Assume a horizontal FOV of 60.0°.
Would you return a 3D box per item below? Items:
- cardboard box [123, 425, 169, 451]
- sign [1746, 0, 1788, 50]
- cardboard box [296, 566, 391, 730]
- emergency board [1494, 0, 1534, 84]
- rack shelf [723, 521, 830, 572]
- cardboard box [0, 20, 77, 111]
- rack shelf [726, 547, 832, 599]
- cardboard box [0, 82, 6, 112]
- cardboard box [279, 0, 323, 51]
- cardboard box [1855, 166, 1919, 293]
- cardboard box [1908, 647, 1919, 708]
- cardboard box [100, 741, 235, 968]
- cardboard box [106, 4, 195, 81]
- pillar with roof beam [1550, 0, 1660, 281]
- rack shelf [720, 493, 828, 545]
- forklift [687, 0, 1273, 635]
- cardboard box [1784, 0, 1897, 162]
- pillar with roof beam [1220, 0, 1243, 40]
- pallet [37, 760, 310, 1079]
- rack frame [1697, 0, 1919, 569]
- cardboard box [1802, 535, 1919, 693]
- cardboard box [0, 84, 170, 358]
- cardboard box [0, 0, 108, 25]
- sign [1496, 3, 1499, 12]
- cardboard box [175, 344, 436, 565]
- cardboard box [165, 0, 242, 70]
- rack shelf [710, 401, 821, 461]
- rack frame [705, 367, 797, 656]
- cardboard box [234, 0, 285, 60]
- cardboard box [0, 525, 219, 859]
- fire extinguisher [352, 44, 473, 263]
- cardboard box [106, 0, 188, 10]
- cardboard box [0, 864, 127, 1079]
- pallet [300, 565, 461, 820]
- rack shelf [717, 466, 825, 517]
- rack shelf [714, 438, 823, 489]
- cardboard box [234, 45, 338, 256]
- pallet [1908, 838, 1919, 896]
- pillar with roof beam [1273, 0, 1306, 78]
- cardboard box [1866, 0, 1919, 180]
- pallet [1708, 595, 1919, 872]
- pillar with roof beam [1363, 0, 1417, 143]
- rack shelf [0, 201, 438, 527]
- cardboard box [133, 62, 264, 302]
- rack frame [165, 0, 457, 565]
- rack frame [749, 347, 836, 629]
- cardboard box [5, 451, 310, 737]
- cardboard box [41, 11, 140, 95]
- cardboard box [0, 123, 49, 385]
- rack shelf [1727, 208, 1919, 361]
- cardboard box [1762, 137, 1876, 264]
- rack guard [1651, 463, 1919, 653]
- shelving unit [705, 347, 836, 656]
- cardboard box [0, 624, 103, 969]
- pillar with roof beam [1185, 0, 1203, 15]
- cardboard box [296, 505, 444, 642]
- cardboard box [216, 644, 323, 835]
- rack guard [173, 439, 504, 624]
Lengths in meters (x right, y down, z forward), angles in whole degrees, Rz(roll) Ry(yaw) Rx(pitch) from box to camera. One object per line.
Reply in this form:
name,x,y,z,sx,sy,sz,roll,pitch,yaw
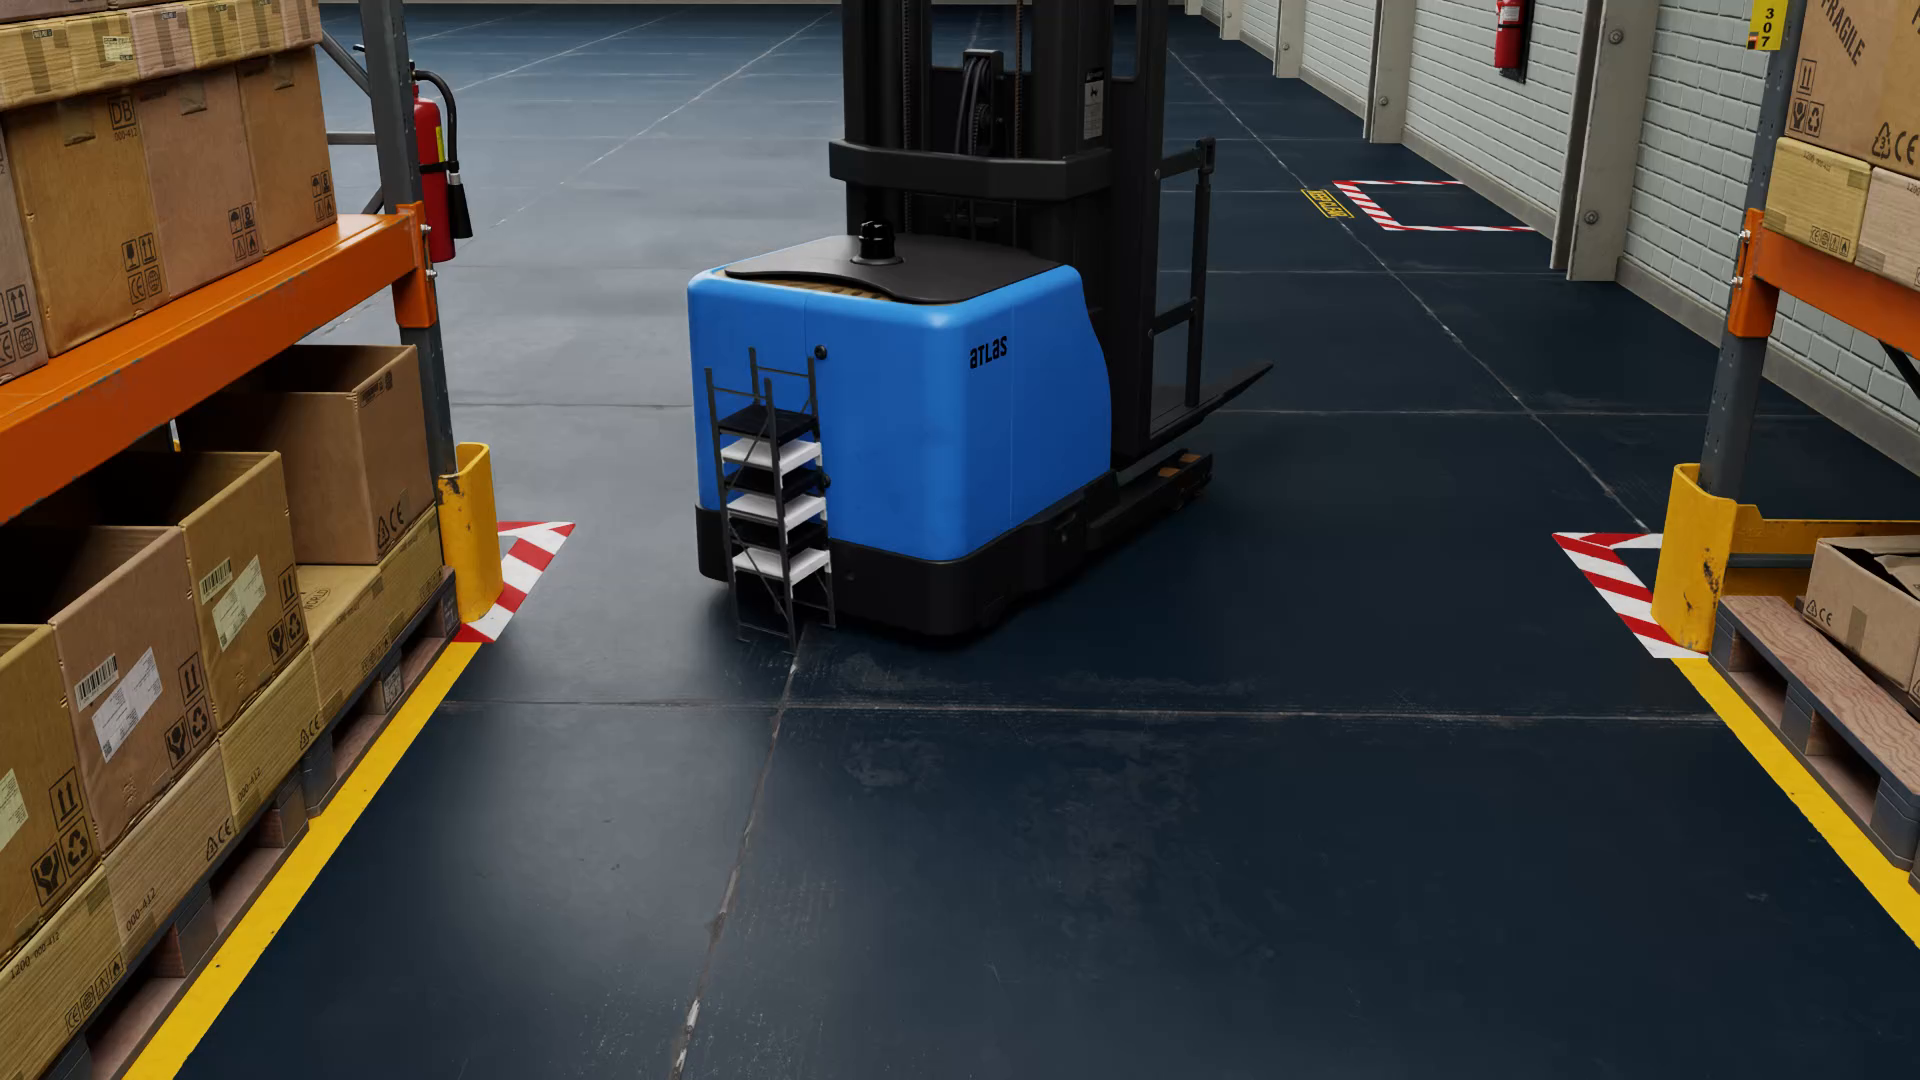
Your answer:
cardboard box,-2.376,-0.079,4.271,0.500,0.500,0.500,1,21,2
sign,2.285,-1.544,4.666,0.100,0.325,0.005,1,21,2
cardboard box,-1.848,0.276,4.391,0.500,0.250,0.500,1,21,2
emergency board,3.966,-3.935,12.023,0.194,1.169,0.643,1,21,2
rack shelf,-0.563,-0.001,5.106,0.258,0.077,0.200,13,29,30
cardboard box,-1.983,-0.929,3.241,0.380,0.149,0.250,1,21,3
rack shelf,-0.559,0.081,5.144,0.258,0.077,0.200,13,29,30
cardboard box,-1.990,-0.836,3.002,0.380,0.149,0.250,0,21,1
cardboard box,-1.945,-1.397,4.447,0.380,0.149,0.250,0,21,1
cardboard box,2.494,-0.713,3.901,0.500,0.250,0.500,0,21,0
cardboard box,2.699,0.369,4.041,0.500,0.311,0.500,2,21,6
cardboard box,-1.879,0.638,3.459,0.500,0.250,0.500,1,21,2
cardboard box,-1.969,-1.119,3.731,0.380,0.149,0.250,1,21,2
pillar with roof beam,-0.450,-5.886,8.758,9.100,9.000,0.400,1,21,2
rack shelf,-0.567,-0.082,5.068,0.258,0.077,0.200,13,29,30
forklift,0.328,-1.558,5.992,1.130,2.935,3.031,13,25,29
cardboard box,2.512,-1.255,4.259,0.500,0.500,0.500,1,21,2
pillar with roof beam,0.098,-12.394,25.532,9.100,9.000,0.400,1,21,2
pallet,-2.145,0.829,3.601,1.003,0.211,1.213,1,21,2
rack frame,2.827,-1.135,4.807,1.000,3.000,0.127,1,21,2
cardboard box,2.716,0.163,4.572,0.500,0.311,0.500,-2,21,-4
cardboard box,-2.183,-0.697,3.539,0.700,0.500,0.500,1,21,2
cardboard box,-2.178,-1.279,3.247,0.700,0.500,0.500,1,21,2
sign,4.086,-4.150,12.529,0.001,0.329,0.234,1,21,2
cardboard box,-1.843,-0.254,4.722,0.500,0.500,0.500,1,21,2
cardboard box,-1.960,-1.210,3.965,0.380,0.149,0.250,0,21,1
rack shelf,-0.578,-0.327,4.954,0.258,0.077,0.200,13,29,30
rack frame,-0.622,-0.074,4.977,0.240,0.900,0.006,13,29,30
cardboard box,-1.952,-1.302,4.203,0.380,0.149,0.250,1,21,3
cardboard box,-1.875,0.288,3.324,0.500,0.500,0.500,1,21,2
fire extinguisher,-1.656,-1.190,5.055,0.296,0.674,0.183,1,21,2
cardboard box,-2.163,-1.461,3.717,0.700,0.500,0.500,0,21,0
cardboard box,-1.888,0.819,2.993,0.500,0.250,0.500,1,21,2
pallet,-2.106,0.389,4.735,1.003,0.211,1.213,1,21,2
rack shelf,-0.570,-0.164,5.030,0.258,0.077,0.200,13,29,30
rack shelf,-0.574,-0.245,4.992,0.258,0.077,0.200,13,29,30
cardboard box,-2.151,-1.066,4.491,0.700,0.500,0.500,1,21,2
pallet,2.725,0.926,3.351,1.003,0.211,1.213,1,21,2
pillar with roof beam,-0.085,-10.225,19.941,9.100,9.000,0.400,1,21,2
cardboard box,2.487,-1.076,3.798,0.500,0.500,0.500,1,21,2
pallet,2.765,0.486,4.485,1.003,0.211,1.213,1,21,2
pillar with roof beam,-0.267,-8.055,14.349,9.100,9.000,0.400,1,21,2
rack shelf,-2.185,-0.130,3.211,1.077,0.370,4.000,1,21,2
cardboard box,-2.162,-0.876,4.002,0.700,0.500,0.500,1,21,3
rack frame,-2.124,-1.188,4.944,1.000,3.000,0.127,1,21,2
rack frame,-0.514,-0.151,5.131,0.240,0.900,0.006,13,29,30
cardboard box,-1.859,0.107,3.790,0.500,0.500,0.500,1,21,2
cardboard box,-1.977,-1.024,3.486,0.380,0.149,0.250,1,21,3
cardboard box,-2.196,-0.506,3.049,0.700,0.500,0.500,1,21,3
rack shelf,2.767,-0.076,3.074,1.077,0.370,4.000,1,21,2
cardboard box,2.495,-0.901,4.385,0.500,0.250,0.500,0,21,0
rack guard,2.825,0.058,5.189,1.175,0.500,0.348,1,21,2
shelving unit,-0.568,-0.112,5.054,0.258,0.900,0.210,13,29,30
cardboard box,-1.889,0.469,2.858,0.500,0.500,0.500,1,21,2
pillar with roof beam,0.280,-14.563,31.123,9.100,9.000,0.400,1,21,2
cardboard box,-1.845,0.095,4.857,0.500,0.250,0.500,1,21,2
cardboard box,-1.862,0.457,3.925,0.500,0.250,0.500,1,21,2
rack guard,-2.123,-0.031,5.419,1.175,0.500,0.348,1,21,2
